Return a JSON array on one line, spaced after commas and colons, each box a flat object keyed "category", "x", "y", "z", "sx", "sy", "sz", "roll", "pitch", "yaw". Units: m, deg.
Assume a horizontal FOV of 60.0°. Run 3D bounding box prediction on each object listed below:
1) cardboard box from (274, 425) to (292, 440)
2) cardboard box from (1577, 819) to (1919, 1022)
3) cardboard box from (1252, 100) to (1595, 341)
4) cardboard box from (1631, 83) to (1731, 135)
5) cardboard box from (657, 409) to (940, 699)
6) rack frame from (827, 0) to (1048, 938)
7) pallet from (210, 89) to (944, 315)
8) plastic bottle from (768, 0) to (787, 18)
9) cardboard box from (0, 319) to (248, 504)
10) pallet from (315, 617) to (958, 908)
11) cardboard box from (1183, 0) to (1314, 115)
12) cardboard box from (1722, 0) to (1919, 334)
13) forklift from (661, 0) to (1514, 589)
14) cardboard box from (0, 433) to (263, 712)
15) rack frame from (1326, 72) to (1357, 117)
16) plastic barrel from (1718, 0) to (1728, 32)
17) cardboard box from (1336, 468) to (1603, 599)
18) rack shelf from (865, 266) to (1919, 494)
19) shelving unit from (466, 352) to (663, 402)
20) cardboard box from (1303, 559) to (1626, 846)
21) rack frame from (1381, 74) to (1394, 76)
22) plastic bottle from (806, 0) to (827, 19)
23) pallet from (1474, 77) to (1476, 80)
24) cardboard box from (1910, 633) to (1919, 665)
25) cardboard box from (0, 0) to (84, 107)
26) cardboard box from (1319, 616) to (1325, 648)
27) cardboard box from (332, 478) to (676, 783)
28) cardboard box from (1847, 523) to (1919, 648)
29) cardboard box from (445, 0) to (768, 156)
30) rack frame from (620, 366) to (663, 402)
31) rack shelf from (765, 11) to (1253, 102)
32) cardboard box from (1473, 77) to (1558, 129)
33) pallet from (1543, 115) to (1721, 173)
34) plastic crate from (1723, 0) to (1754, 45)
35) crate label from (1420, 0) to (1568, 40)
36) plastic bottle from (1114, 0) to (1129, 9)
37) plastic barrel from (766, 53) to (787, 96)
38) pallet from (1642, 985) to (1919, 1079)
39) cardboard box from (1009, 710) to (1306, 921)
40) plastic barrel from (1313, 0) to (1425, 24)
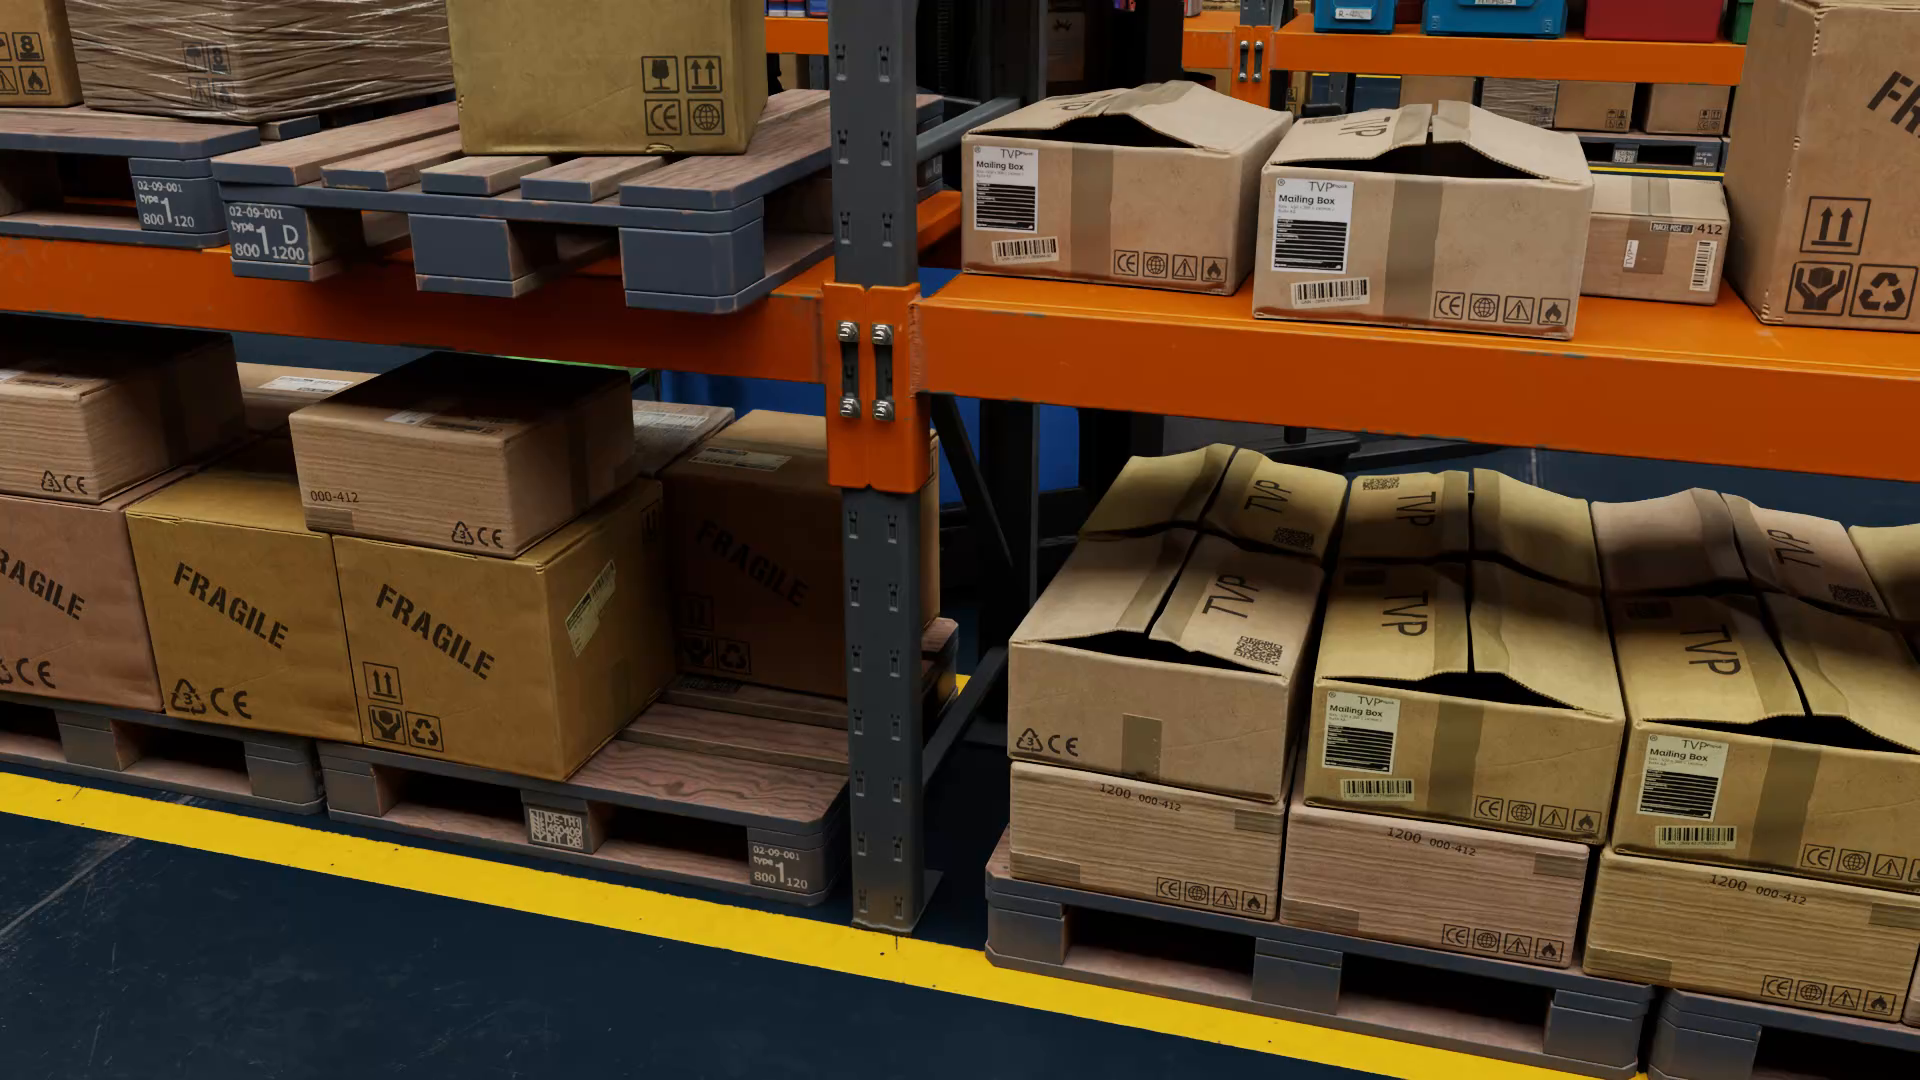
[{"category": "cardboard box", "x": -1.349, "y": -0.092, "z": 4.256, "sx": 0.500, "sy": 0.500, "sz": 0.500, "roll": 6, "pitch": 23, "yaw": 15}, {"category": "cardboard box", "x": 1.383, "y": 0.572, "z": 2.992, "sx": 0.500, "sy": 0.250, "sz": 0.500, "roll": 6, "pitch": 23, "yaw": 14}, {"category": "cardboard box", "x": 0.786, "y": -0.570, "z": 2.824, "sx": 0.500, "sy": 0.311, "sz": 0.500, "roll": 6, "pitch": 23, "yaw": 15}, {"category": "cardboard box", "x": 5.112, "y": -3.182, "z": 11.789, "sx": 0.500, "sy": 0.500, "sz": 0.700, "roll": 5, "pitch": 23, "yaw": 11}, {"category": "cardboard box", "x": -0.367, "y": 0.020, "z": 3.983, "sx": 0.500, "sy": 0.500, "sz": 0.500, "roll": 8, "pitch": 23, "yaw": 18}, {"category": "rack frame", "x": -0.014, "y": -0.779, "z": 3.217, "sx": 0.127, "sy": 3.000, "sz": 1.000, "roll": 7, "pitch": 23, "yaw": 16}, {"category": "pallet", "x": -0.683, "y": -0.739, "z": 3.373, "sx": 1.003, "sy": 0.211, "sz": 1.213, "roll": 7, "pitch": 23, "yaw": 16}, {"category": "plastic bottle", "x": -0.864, "y": -2.619, "z": 7.871, "sx": 0.097, "sy": 0.271, "sz": 0.097, "roll": 0, "pitch": 22, "yaw": 0}, {"category": "cardboard box", "x": -2.013, "y": -0.306, "z": 3.789, "sx": 0.500, "sy": 0.250, "sz": 0.500, "roll": 6, "pitch": 23, "yaw": 14}, {"category": "pallet", "x": -0.718, "y": 0.415, "z": 3.979, "sx": 1.213, "sy": 0.211, "sz": 1.003, "roll": 7, "pitch": 23, "yaw": 16}, {"category": "cardboard box", "x": 2.196, "y": -3.673, "z": 12.517, "sx": 0.875, "sy": 0.875, "sz": 1.225, "roll": 5, "pitch": 23, "yaw": 13}, {"category": "cardboard box", "x": 1.597, "y": -0.647, "z": 2.764, "sx": 0.500, "sy": 0.500, "sz": 0.500, "roll": 5, "pitch": 23, "yaw": 13}, {"category": "forklift", "x": 0.601, "y": -1.463, "z": 4.974, "sx": 3.031, "sy": 2.935, "sz": 1.130, "roll": -8, "pitch": 24, "yaw": -18}, {"category": "cardboard box", "x": -1.977, "y": 0.044, "z": 3.923, "sx": 0.500, "sy": 0.500, "sz": 0.500, "roll": 6, "pitch": 23, "yaw": 14}, {"category": "rack frame", "x": 2.851, "y": -4.378, "z": 11.991, "sx": 0.127, "sy": 3.000, "sz": 1.000, "roll": 7, "pitch": 23, "yaw": 16}, {"category": "plastic barrel", "x": 3.281, "y": -2.515, "z": 7.270, "sx": 0.433, "sy": 0.535, "sz": 0.433, "roll": 0, "pitch": 22, "yaw": 0}, {"category": "cardboard box", "x": 1.058, "y": 0.062, "z": 3.498, "sx": 0.500, "sy": 0.311, "sz": 0.500, "roll": 6, "pitch": 23, "yaw": 15}, {"category": "rack shelf", "x": 1.901, "y": -0.227, "z": 2.819, "sx": 4.000, "sy": 0.370, "sz": 1.077, "roll": 7, "pitch": 23, "yaw": 16}, {"category": "shelving unit", "x": -1.170, "y": -0.510, "z": 4.932, "sx": 0.503, "sy": 1.200, "sz": 0.258, "roll": 6, "pitch": 23, "yaw": 14}, {"category": "cardboard box", "x": 0.908, "y": 0.258, "z": 3.020, "sx": 0.500, "sy": 0.311, "sz": 0.500, "roll": 6, "pitch": 23, "yaw": 14}, {"category": "rack frame", "x": 4.380, "y": -6.169, "z": 16.357, "sx": 0.127, "sy": 3.000, "sz": 1.000, "roll": 7, "pitch": 23, "yaw": 16}, {"category": "plastic bottle", "x": -0.629, "y": -2.638, "z": 7.813, "sx": 0.185, "sy": 0.351, "sz": 0.144, "roll": 7, "pitch": 23, "yaw": 16}, {"category": "pallet", "x": 5.113, "y": -4.765, "z": 16.609, "sx": 1.213, "sy": 0.211, "sz": 1.003, "roll": 7, "pitch": 23, "yaw": 16}, {"category": "cardboard box", "x": 1.888, "y": 0.371, "z": 2.745, "sx": 0.500, "sy": 0.311, "sz": 0.500, "roll": 6, "pitch": 23, "yaw": 15}, {"category": "cardboard box", "x": -2.134, "y": -1.287, "z": 3.770, "sx": 0.500, "sy": 0.500, "sz": 0.700, "roll": 1, "pitch": 22, "yaw": 2}, {"category": "cardboard box", "x": 0.560, "y": 0.268, "z": 3.735, "sx": 0.500, "sy": 0.250, "sz": 0.500, "roll": 7, "pitch": 23, "yaw": 17}, {"category": "cardboard box", "x": -0.977, "y": 0.156, "z": 3.650, "sx": 0.500, "sy": 0.500, "sz": 0.500, "roll": 7, "pitch": 23, "yaw": 18}, {"category": "cardboard box", "x": 2.020, "y": 0.174, "z": 3.225, "sx": 0.500, "sy": 0.311, "sz": 0.500, "roll": 7, "pitch": 23, "yaw": 17}, {"category": "cardboard box", "x": -0.650, "y": -1.048, "z": 3.187, "sx": 0.500, "sy": 0.500, "sz": 0.700, "roll": -1, "pitch": 22, "yaw": -2}, {"category": "rack frame", "x": -0.934, "y": -0.486, "z": 4.875, "sx": 0.015, "sy": 1.200, "sz": 0.240, "roll": 6, "pitch": 23, "yaw": 14}, {"category": "rack shelf", "x": -0.494, "y": -2.465, "z": 8.275, "sx": 4.000, "sy": 0.370, "sz": 1.077, "roll": 7, "pitch": 23, "yaw": 16}, {"category": "cardboard box", "x": 4.033, "y": -3.303, "z": 12.083, "sx": 0.500, "sy": 0.500, "sz": 0.700, "roll": 5, "pitch": 23, "yaw": 11}, {"category": "pallet", "x": 4.763, "y": -2.867, "z": 11.982, "sx": 1.213, "sy": 0.211, "sz": 1.003, "roll": 7, "pitch": 23, "yaw": 16}, {"category": "plastic crate", "x": 3.501, "y": -2.130, "z": 6.790, "sx": 0.662, "sy": 0.188, "sz": 0.450, "roll": 7, "pitch": 23, "yaw": 16}, {"category": "crate label", "x": 2.293, "y": -2.388, "z": 7.092, "sx": 0.616, "sy": 0.435, "sz": 0.502, "roll": 7, "pitch": 23, "yaw": 16}, {"category": "plastic bottle", "x": 0.689, "y": -2.439, "z": 7.418, "sx": 0.133, "sy": 0.283, "sz": 0.061, "roll": 7, "pitch": 23, "yaw": 16}, {"category": "plastic barrel", "x": -1.215, "y": -2.097, "z": 8.641, "sx": 0.708, "sy": 0.901, "sz": 0.600, "roll": 7, "pitch": 23, "yaw": 16}, {"category": "pallet", "x": 1.927, "y": 0.750, "z": 3.164, "sx": 1.213, "sy": 0.211, "sz": 1.003, "roll": 7, "pitch": 23, "yaw": 16}, {"category": "cardboard box", "x": 0.402, "y": 0.463, "z": 3.259, "sx": 0.500, "sy": 0.250, "sz": 0.500, "roll": 6, "pitch": 23, "yaw": 15}, {"category": "plastic barrel", "x": 1.952, "y": -2.701, "z": 7.722, "sx": 0.708, "sy": 0.536, "sz": 0.600, "roll": 7, "pitch": 23, "yaw": 16}]
